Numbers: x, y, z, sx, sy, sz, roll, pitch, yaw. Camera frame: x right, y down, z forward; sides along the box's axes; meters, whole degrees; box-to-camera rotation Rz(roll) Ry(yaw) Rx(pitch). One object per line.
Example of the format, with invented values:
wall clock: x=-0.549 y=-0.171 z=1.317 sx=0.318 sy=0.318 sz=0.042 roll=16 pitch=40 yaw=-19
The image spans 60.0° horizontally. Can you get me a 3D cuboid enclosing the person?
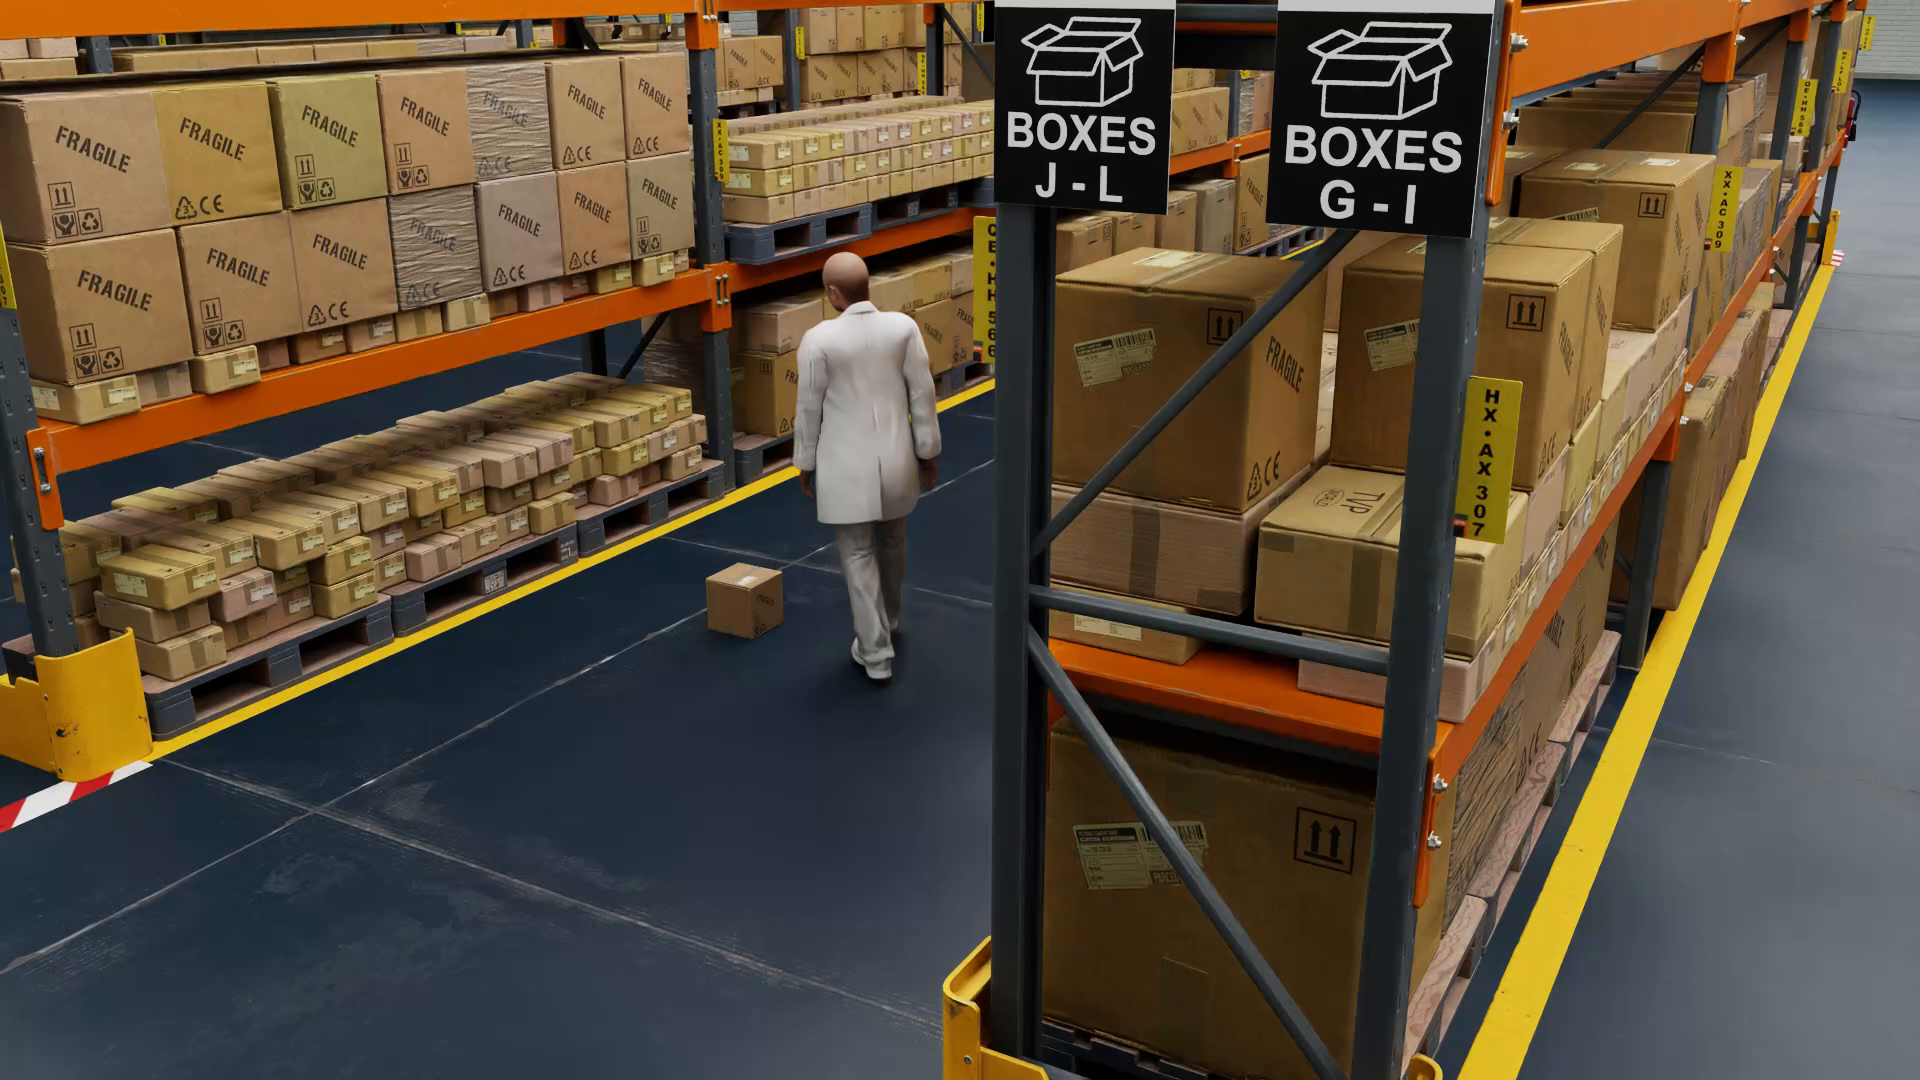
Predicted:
person: x=-0.437 y=-0.367 z=7.098 sx=0.617 sy=1.753 sz=0.831 roll=-9 pitch=21 yaw=-24
